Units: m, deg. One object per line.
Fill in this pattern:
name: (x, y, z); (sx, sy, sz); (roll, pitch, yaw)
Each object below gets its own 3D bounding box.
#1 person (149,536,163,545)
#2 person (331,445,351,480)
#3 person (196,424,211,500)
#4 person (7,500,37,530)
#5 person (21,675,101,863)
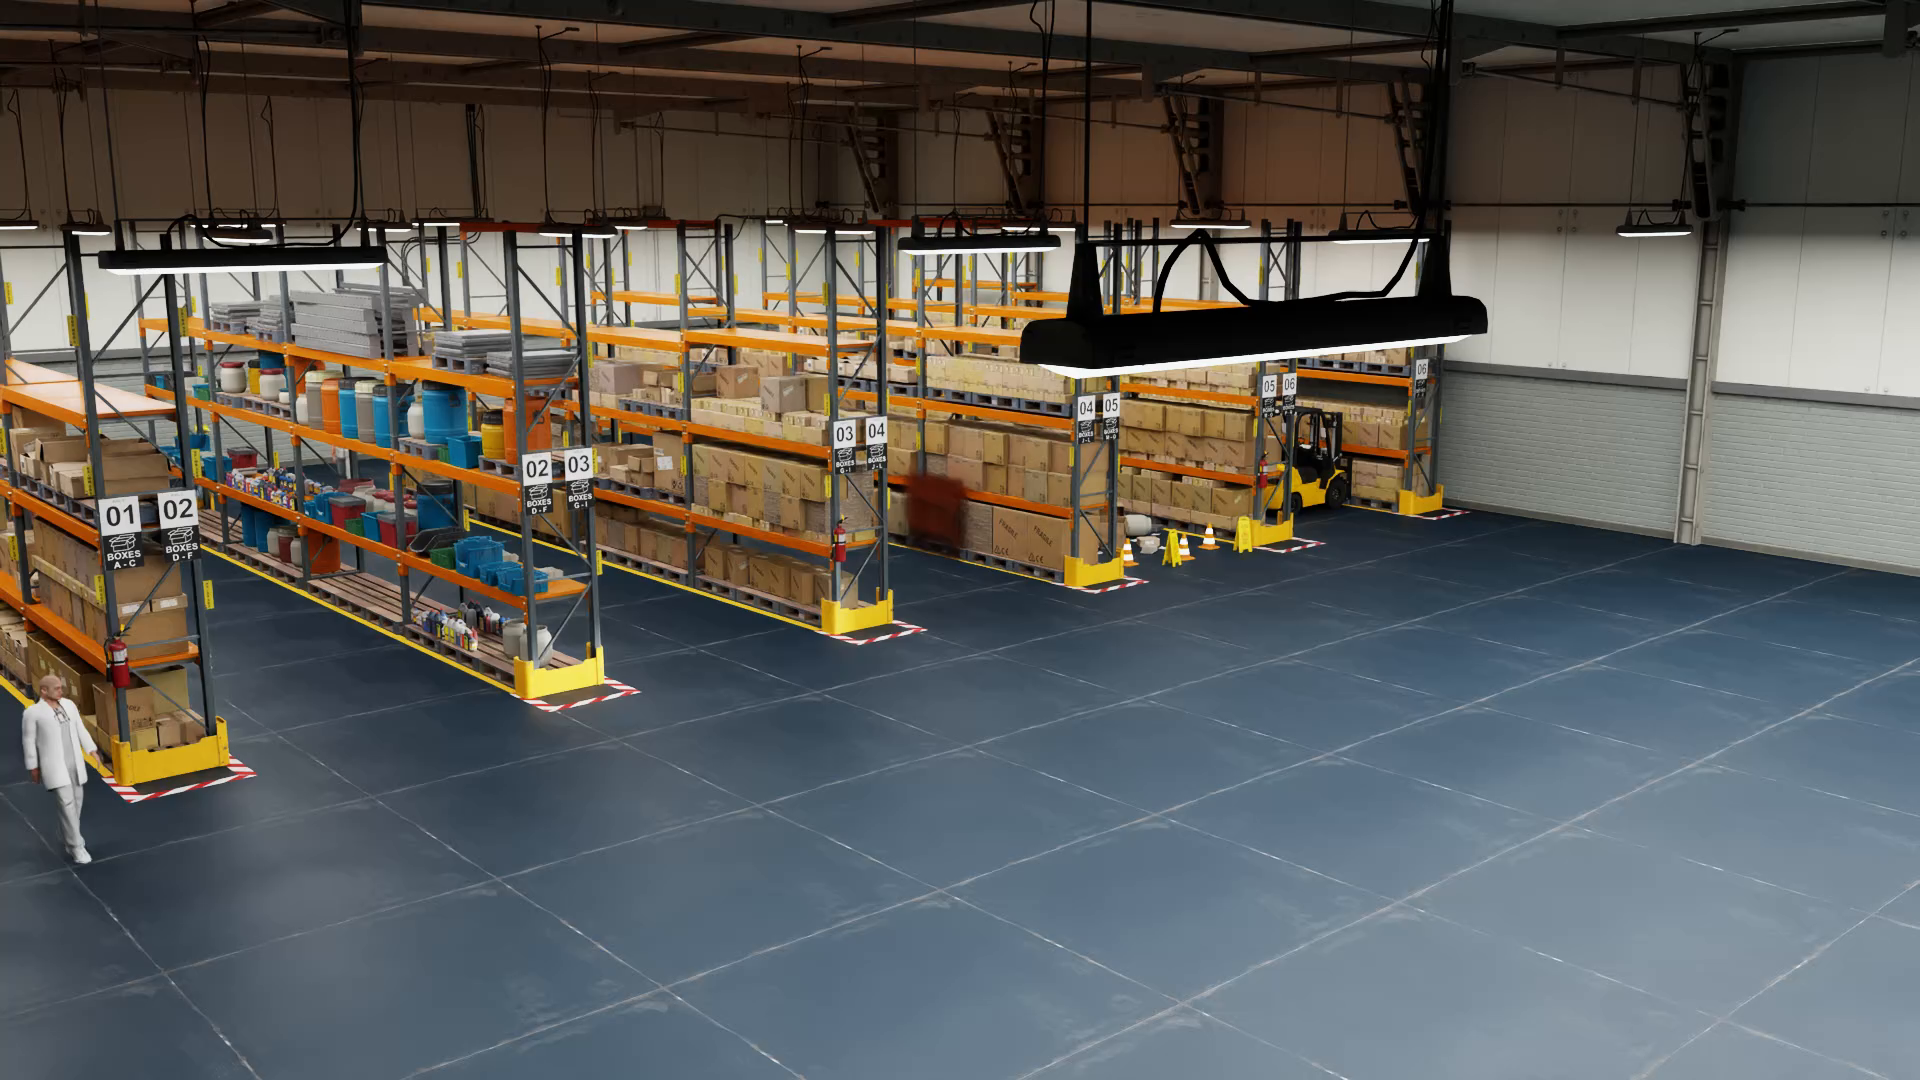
person: (-12.812, 0.169, 26.765); (0.548, 1.679, 0.948); (-11, 16, -43)
person: (-13.625, -1.891, 36.838); (0.523, 1.699, 1.086); (-3, 12, -13)
person: (-15.983, -1.562, 35.053); (0.599, 1.764, 0.479); (11, 16, 43)
person: (-16.550, -0.305, 29.396); (0.447, 1.524, 0.972); (-10, 15, -42)
person: (-8.779, 2.243, 16.411); (0.731, 1.818, 0.593); (5, 12, 23)
